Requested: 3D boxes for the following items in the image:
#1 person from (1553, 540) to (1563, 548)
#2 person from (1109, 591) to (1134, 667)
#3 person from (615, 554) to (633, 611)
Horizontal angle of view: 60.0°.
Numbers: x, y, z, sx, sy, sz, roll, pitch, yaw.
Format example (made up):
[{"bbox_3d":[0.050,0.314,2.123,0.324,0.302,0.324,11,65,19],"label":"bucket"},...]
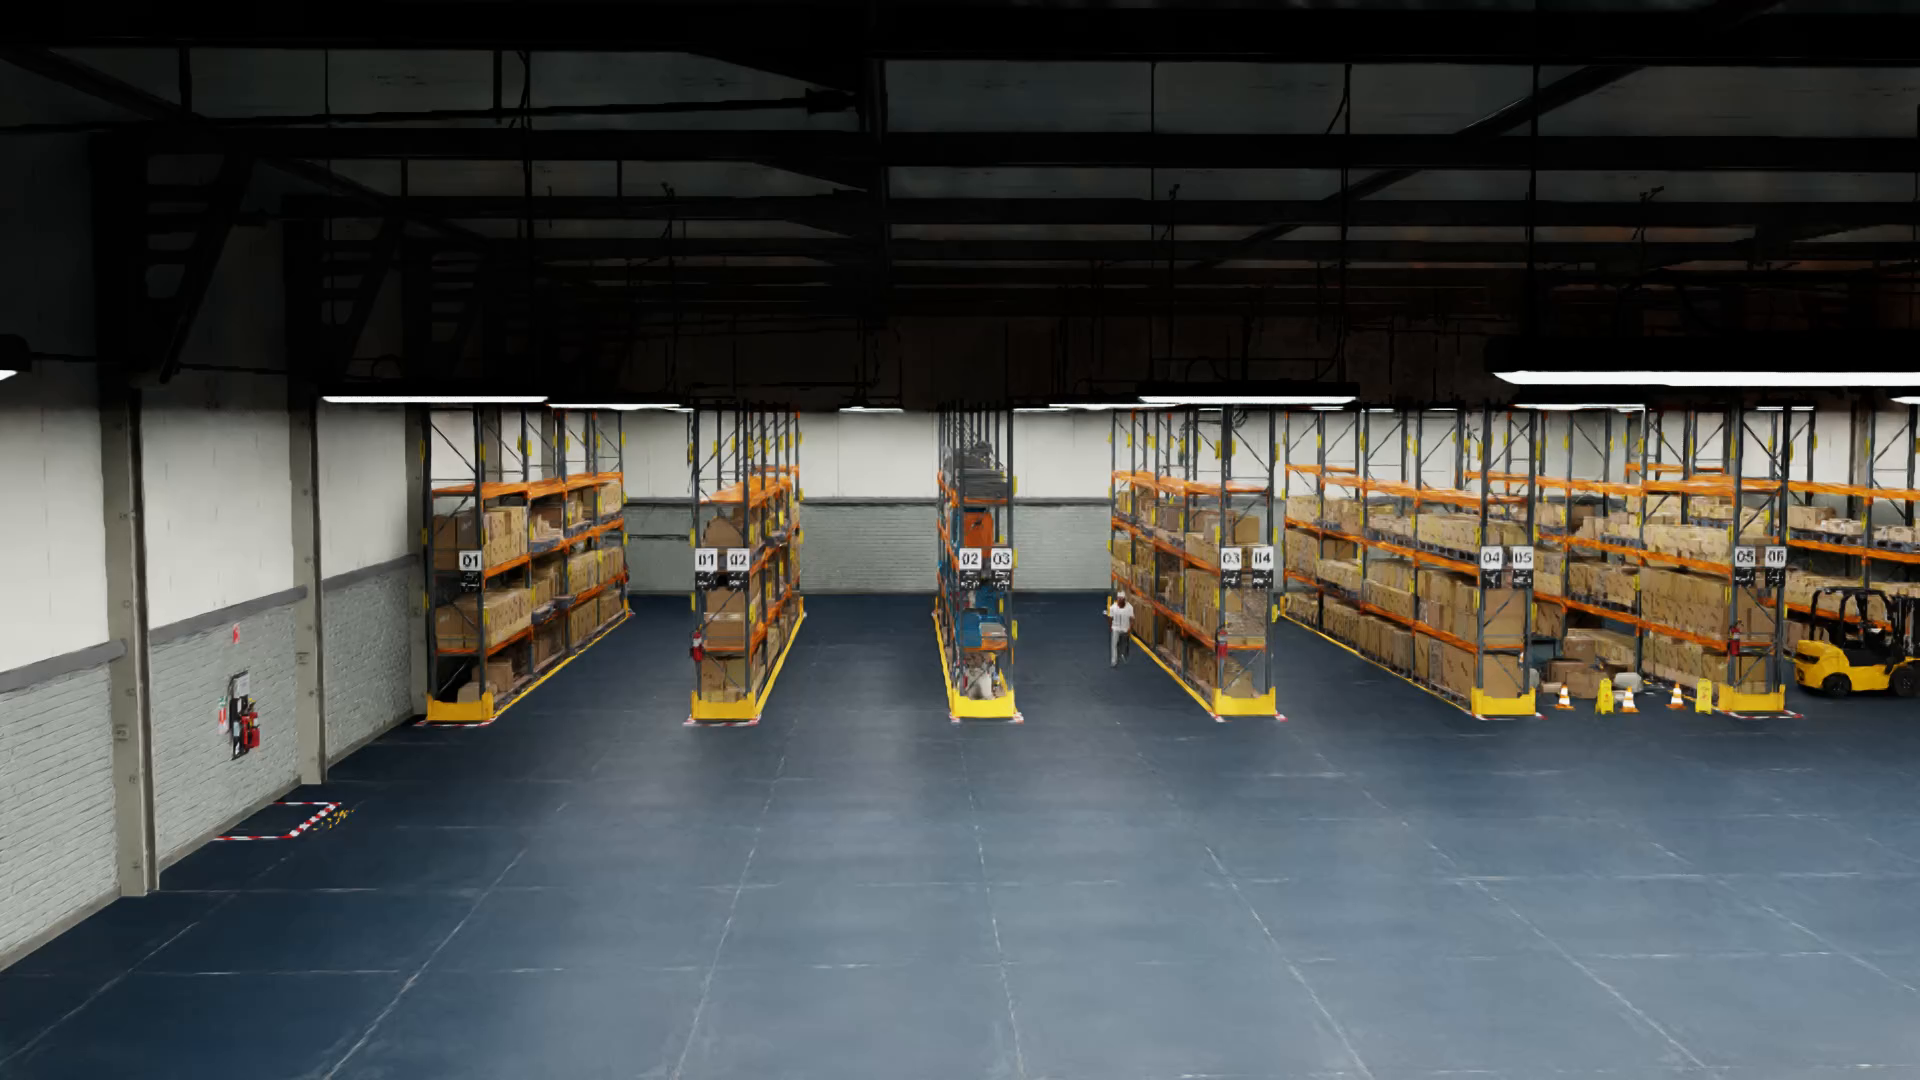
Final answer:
[{"bbox_3d":[18.975,0.847,52.656,0.490,1.760,0.667,-3,5,-37],"label":"person"},{"bbox_3d":[3.656,2.003,37.631,0.571,1.706,1.042,1,4,7],"label":"person"},{"bbox_3d":[-9.808,1.237,48.194,0.438,1.683,0.621,2,5,26],"label":"person"}]
